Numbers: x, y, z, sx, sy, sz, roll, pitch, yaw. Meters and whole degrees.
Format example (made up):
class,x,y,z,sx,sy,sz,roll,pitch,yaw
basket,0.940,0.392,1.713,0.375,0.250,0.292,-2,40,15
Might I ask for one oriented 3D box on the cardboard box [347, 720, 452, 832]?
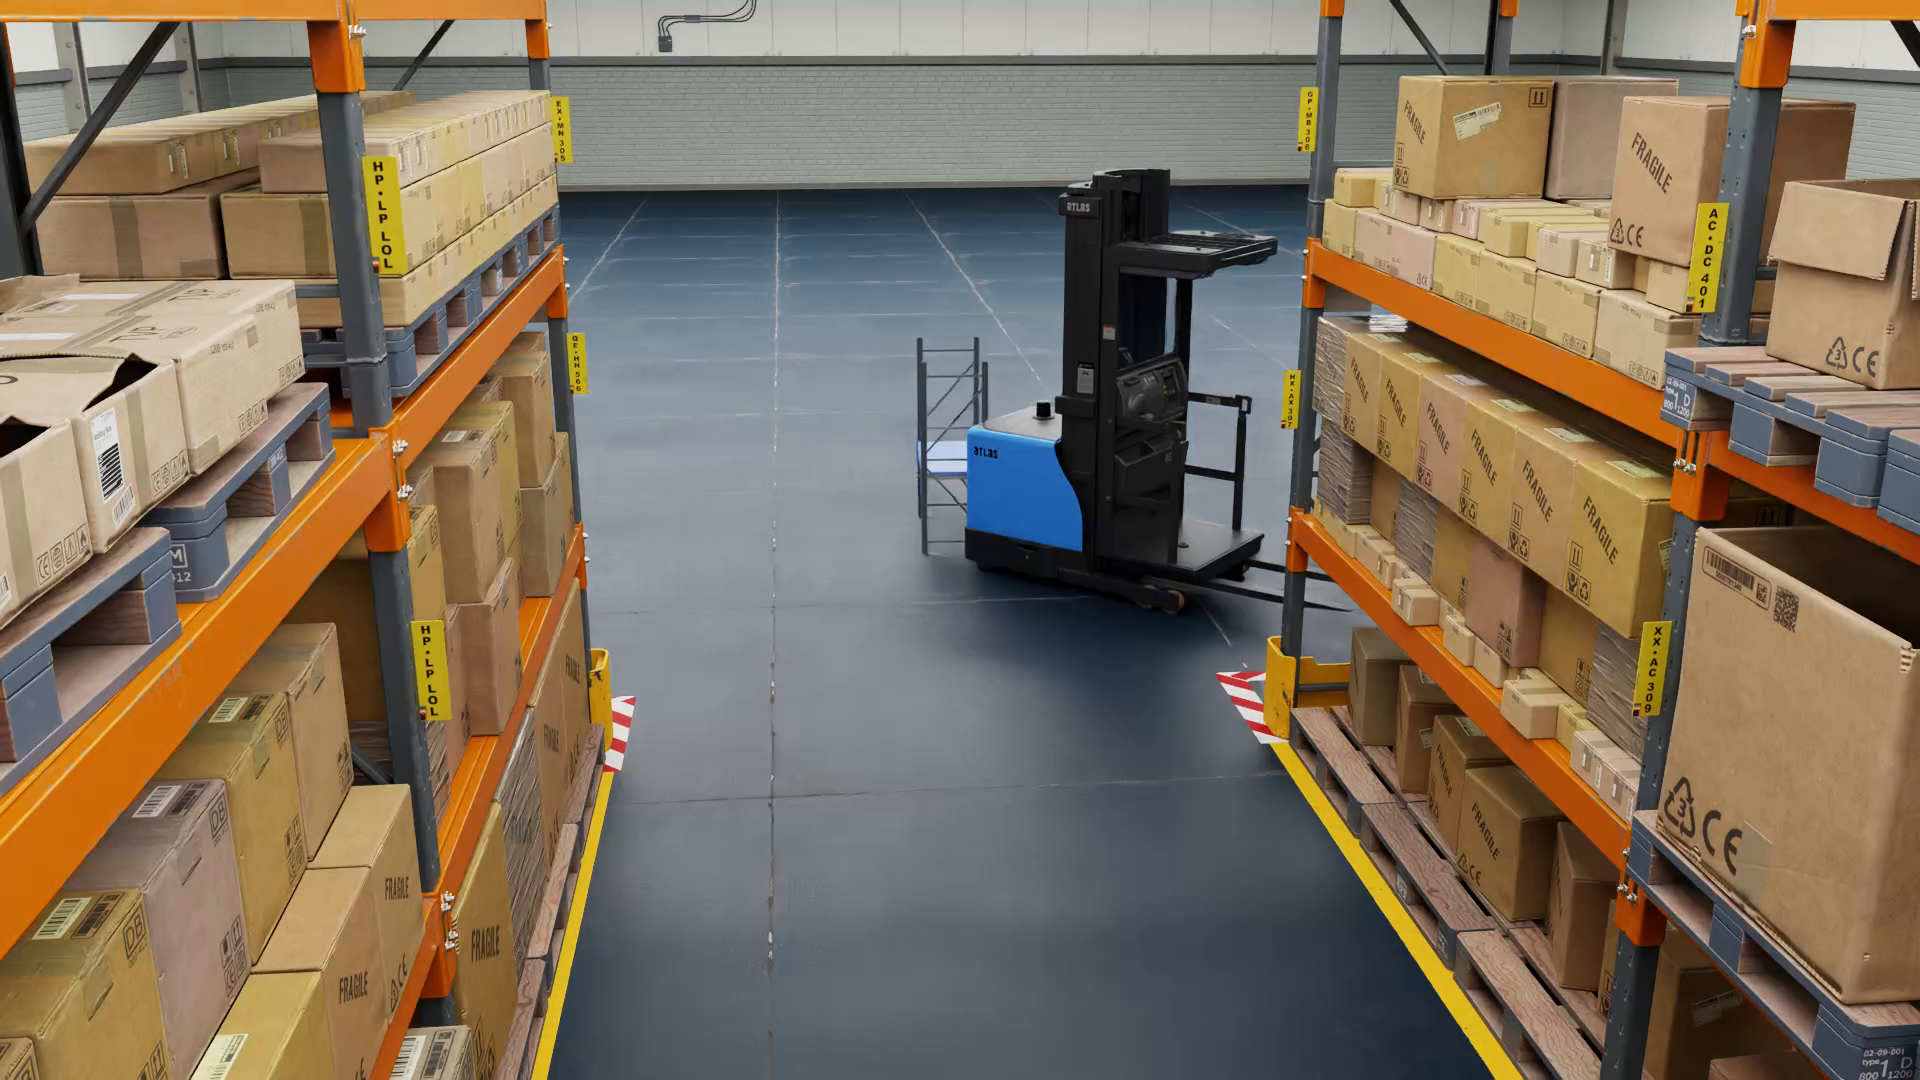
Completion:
class,x,y,z,sx,sy,sz,roll,pitch,yaw
cardboard box,-2.209,0.755,5.515,0.875,0.550,0.550,-2,18,-6

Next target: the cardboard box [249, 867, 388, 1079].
class,x,y,z,sx,sy,sz,roll,pitch,yaw
cardboard box,-1.787,1.186,4.225,0.500,0.500,0.500,-2,18,-6

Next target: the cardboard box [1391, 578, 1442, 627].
class,x,y,z,sx,sy,sz,roll,pitch,yaw
cardboard box,2.223,0.283,7.688,0.380,0.149,0.250,-2,18,-6

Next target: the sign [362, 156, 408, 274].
class,x,y,z,sx,sy,sz,roll,pitch,yaw
sign,-1.620,-0.912,4.678,0.100,0.325,0.005,-2,18,-6

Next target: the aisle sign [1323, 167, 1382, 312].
class,x,y,z,sx,sy,sz,roll,pitch,yaw
aisle sign,2.067,-1.629,9.017,0.394,0.787,0.004,-2,18,-6

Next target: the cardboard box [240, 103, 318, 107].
class,x,y,z,sx,sy,sz,roll,pitch,yaw
cardboard box,-2.724,-1.708,6.821,0.380,0.149,0.250,-2,18,-6

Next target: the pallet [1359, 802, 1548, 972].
class,x,y,z,sx,sy,sz,roll,pitch,yaw
pallet,2.551,1.580,7.793,1.003,0.211,1.213,-2,18,-6

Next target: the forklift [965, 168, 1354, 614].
class,x,y,z,sx,sy,sz,roll,pitch,yaw
forklift,1.532,-1.063,11.671,3.031,2.935,1.130,12,21,34

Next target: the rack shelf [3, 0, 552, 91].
class,x,y,z,sx,sy,sz,roll,pitch,yaw
rack shelf,-2.365,-1.988,6.356,1.077,0.370,4.000,-2,18,-6

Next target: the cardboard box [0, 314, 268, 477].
class,x,y,z,sx,sy,sz,roll,pitch,yaw
cardboard box,-1.813,-0.311,3.534,0.500,0.250,0.500,-2,18,-6

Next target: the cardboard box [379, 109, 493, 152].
class,x,y,z,sx,sy,sz,roll,pitch,yaw
cardboard box,-2.016,-1.576,6.402,0.380,0.149,0.250,-2,18,-6

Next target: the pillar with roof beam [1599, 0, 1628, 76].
class,x,y,z,sx,sy,sz,roll,pitch,yaw
pillar with roof beam,10.709,-12.324,37.408,9.100,9.000,0.400,-2,18,-6

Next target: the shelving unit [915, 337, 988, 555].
class,x,y,z,sx,sy,sz,roll,pitch,yaw
shelving unit,-0.069,-0.759,13.090,0.538,1.500,1.048,-1,17,-3

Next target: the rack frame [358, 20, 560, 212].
class,x,y,z,sx,sy,sz,roll,pitch,yaw
rack frame,-2.572,-3.118,8.086,1.000,3.000,0.127,-2,18,-6

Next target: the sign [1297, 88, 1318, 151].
class,x,y,z,sx,sy,sz,roll,pitch,yaw
sign,1.833,-2.210,8.743,0.100,0.325,0.005,-2,18,-6

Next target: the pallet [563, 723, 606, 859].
class,x,y,z,sx,sy,sz,roll,pitch,yaw
pallet,-2.411,1.310,8.651,1.003,0.211,1.213,-2,18,-6

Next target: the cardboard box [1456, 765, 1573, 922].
class,x,y,z,sx,sy,sz,roll,pitch,yaw
cardboard box,2.575,1.331,7.400,0.500,0.500,0.500,-3,18,-11

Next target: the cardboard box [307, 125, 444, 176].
class,x,y,z,sx,sy,sz,roll,pitch,yaw
cardboard box,-1.912,-1.274,5.441,0.380,0.149,0.250,-2,18,-6

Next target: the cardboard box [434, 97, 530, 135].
class,x,y,z,sx,sy,sz,roll,pitch,yaw
cardboard box,-2.120,-1.878,7.364,0.380,0.149,0.250,-1,17,-5

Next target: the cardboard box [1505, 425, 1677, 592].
class,x,y,z,sx,sy,sz,roll,pitch,yaw
cardboard box,2.412,-0.129,6.246,0.500,0.500,0.500,-2,18,-6

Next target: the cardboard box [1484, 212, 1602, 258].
class,x,y,z,sx,sy,sz,roll,pitch,yaw
cardboard box,2.323,-1.218,6.625,0.380,0.149,0.250,-1,17,-3

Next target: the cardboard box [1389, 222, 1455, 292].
class,x,y,z,sx,sy,sz,roll,pitch,yaw
cardboard box,2.271,-1.286,7.508,0.500,0.250,0.500,-2,18,-6

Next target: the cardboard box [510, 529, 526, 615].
class,x,y,z,sx,sy,sz,roll,pitch,yaw
cardboard box,-2.477,0.115,7.551,0.875,0.550,0.550,-2,18,-6

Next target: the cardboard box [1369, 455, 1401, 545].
class,x,y,z,sx,sy,sz,roll,pitch,yaw
cardboard box,2.573,-0.259,8.330,0.875,0.500,0.500,-2,18,-6

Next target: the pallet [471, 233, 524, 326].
class,x,y,z,sx,sy,sz,roll,pitch,yaw
pallet,-2.356,-1.060,6.685,1.003,0.211,1.213,-2,18,-6

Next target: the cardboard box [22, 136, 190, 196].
class,x,y,z,sx,sy,sz,roll,pitch,yaw
cardboard box,-2.514,-1.103,4.896,0.380,0.149,0.250,-2,18,-6

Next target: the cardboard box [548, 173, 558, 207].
class,x,y,z,sx,sy,sz,roll,pitch,yaw
cardboard box,-2.200,-1.727,8.213,0.380,0.149,0.250,-2,18,-6

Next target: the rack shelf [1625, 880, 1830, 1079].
class,x,y,z,sx,sy,sz,roll,pitch,yaw
rack shelf,2.991,1.752,3.791,1.077,0.370,4.000,-2,18,-6

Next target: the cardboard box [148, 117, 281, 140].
class,x,y,z,sx,sy,sz,roll,pitch,yaw
cardboard box,-2.619,-1.405,5.857,0.380,0.149,0.250,-2,18,-5

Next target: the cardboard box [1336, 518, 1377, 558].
class,x,y,z,sx,sy,sz,roll,pitch,yaw
cardboard box,2.182,-0.017,8.643,0.380,0.149,0.250,-2,18,-6

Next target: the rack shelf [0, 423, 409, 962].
class,x,y,z,sx,sy,sz,roll,pitch,yaw
rack shelf,-1.953,0.444,2.949,1.077,0.370,4.000,-2,18,-6

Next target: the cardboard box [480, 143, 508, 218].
class,x,y,z,sx,sy,sz,roll,pitch,yaw
cardboard box,-2.090,-1.420,6.569,0.500,0.250,0.500,-2,18,-5

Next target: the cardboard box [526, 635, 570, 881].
class,x,y,z,sx,sy,sz,roll,pitch,yaw
cardboard box,-2.343,1.019,7.768,0.875,0.875,0.875,-2,18,-7

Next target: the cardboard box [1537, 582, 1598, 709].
class,x,y,z,sx,sy,sz,roll,pitch,yaw
cardboard box,2.783,0.337,6.433,0.875,0.500,0.500,-2,18,-6

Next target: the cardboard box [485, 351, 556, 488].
class,x,y,z,sx,sy,sz,roll,pitch,yaw
cardboard box,-2.424,-0.570,7.932,0.875,0.550,0.550,-2,18,-6

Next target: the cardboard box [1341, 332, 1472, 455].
class,x,y,z,sx,sy,sz,roll,pitch,yaw
cardboard box,2.202,-0.724,8.144,0.500,0.500,0.500,-2,18,-6

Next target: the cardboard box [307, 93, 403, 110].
class,x,y,z,sx,sy,sz,roll,pitch,yaw
cardboard box,-2.829,-2.012,7.790,0.380,0.149,0.250,-2,18,-5

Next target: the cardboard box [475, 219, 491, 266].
class,x,y,z,sx,sy,sz,roll,pitch,yaw
cardboard box,-1.992,-1.122,6.287,0.380,0.149,0.250,-2,18,-6

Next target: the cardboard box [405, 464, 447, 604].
class,x,y,z,sx,sy,sz,roll,pitch,yaw
cardboard box,-2.335,0.078,5.869,0.875,0.550,0.550,-2,18,-6

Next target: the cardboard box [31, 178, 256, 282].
class,x,y,z,sx,sy,sz,roll,pitch,yaw
cardboard box,-2.465,-0.953,5.081,0.500,0.250,0.500,-2,18,-6

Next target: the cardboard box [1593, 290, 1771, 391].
class,x,y,z,sx,sy,sz,roll,pitch,yaw
cardboard box,2.478,-0.675,5.561,0.500,0.250,0.500,-1,17,-4

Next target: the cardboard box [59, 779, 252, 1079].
class,x,y,z,sx,sy,sz,roll,pitch,yaw
cardboard box,-1.995,0.862,3.586,0.700,0.500,0.500,-2,18,-5

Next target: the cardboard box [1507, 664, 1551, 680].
class,x,y,z,sx,sy,sz,roll,pitch,yaw
cardboard box,2.457,0.577,6.752,0.380,0.149,0.250,-2,18,-6

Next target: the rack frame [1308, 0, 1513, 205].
class,x,y,z,sx,sy,sz,roll,pitch,yaw
rack frame,2.372,-3.241,8.478,1.000,3.000,0.127,-2,18,-6

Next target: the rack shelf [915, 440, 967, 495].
class,x,y,z,sx,sy,sz,roll,pitch,yaw
rack shelf,-0.069,-0.587,13.144,0.538,0.185,1.000,-1,17,-3

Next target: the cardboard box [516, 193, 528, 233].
class,x,y,z,sx,sy,sz,roll,pitch,yaw
cardboard box,-2.095,-1.423,7.247,0.380,0.149,0.250,-2,18,-6

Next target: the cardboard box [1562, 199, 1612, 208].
class,x,y,z,sx,sy,sz,roll,pitch,yaw
cardboard box,2.820,-1.385,7.158,0.380,0.149,0.250,-3,18,-8

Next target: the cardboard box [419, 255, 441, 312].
class,x,y,z,sx,sy,sz,roll,pitch,yaw
cardboard box,-1.887,-0.820,5.324,0.380,0.149,0.250,-2,18,-5

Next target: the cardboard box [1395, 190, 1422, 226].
class,x,y,z,sx,sy,sz,roll,pitch,yaw
cardboard box,2.228,-1.532,7.627,0.380,0.149,0.250,-2,18,-6

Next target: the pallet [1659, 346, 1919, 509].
class,x,y,z,sx,sy,sz,roll,pitch,yaw
pallet,2.742,-0.342,4.563,1.213,0.211,1.003,-2,18,-6

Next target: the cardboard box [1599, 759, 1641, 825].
class,x,y,z,sx,sy,sz,roll,pitch,yaw
cardboard box,2.470,0.877,5.794,0.380,0.149,0.250,-2,18,-6

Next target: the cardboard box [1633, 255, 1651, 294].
class,x,y,z,sx,sy,sz,roll,pitch,yaw
cardboard box,2.527,-0.908,5.637,0.380,0.149,0.250,-2,17,-5

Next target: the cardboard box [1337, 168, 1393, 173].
class,x,y,z,sx,sy,sz,roll,pitch,yaw
cardboard box,2.171,-1.840,8.606,0.380,0.149,0.250,-2,18,-6
